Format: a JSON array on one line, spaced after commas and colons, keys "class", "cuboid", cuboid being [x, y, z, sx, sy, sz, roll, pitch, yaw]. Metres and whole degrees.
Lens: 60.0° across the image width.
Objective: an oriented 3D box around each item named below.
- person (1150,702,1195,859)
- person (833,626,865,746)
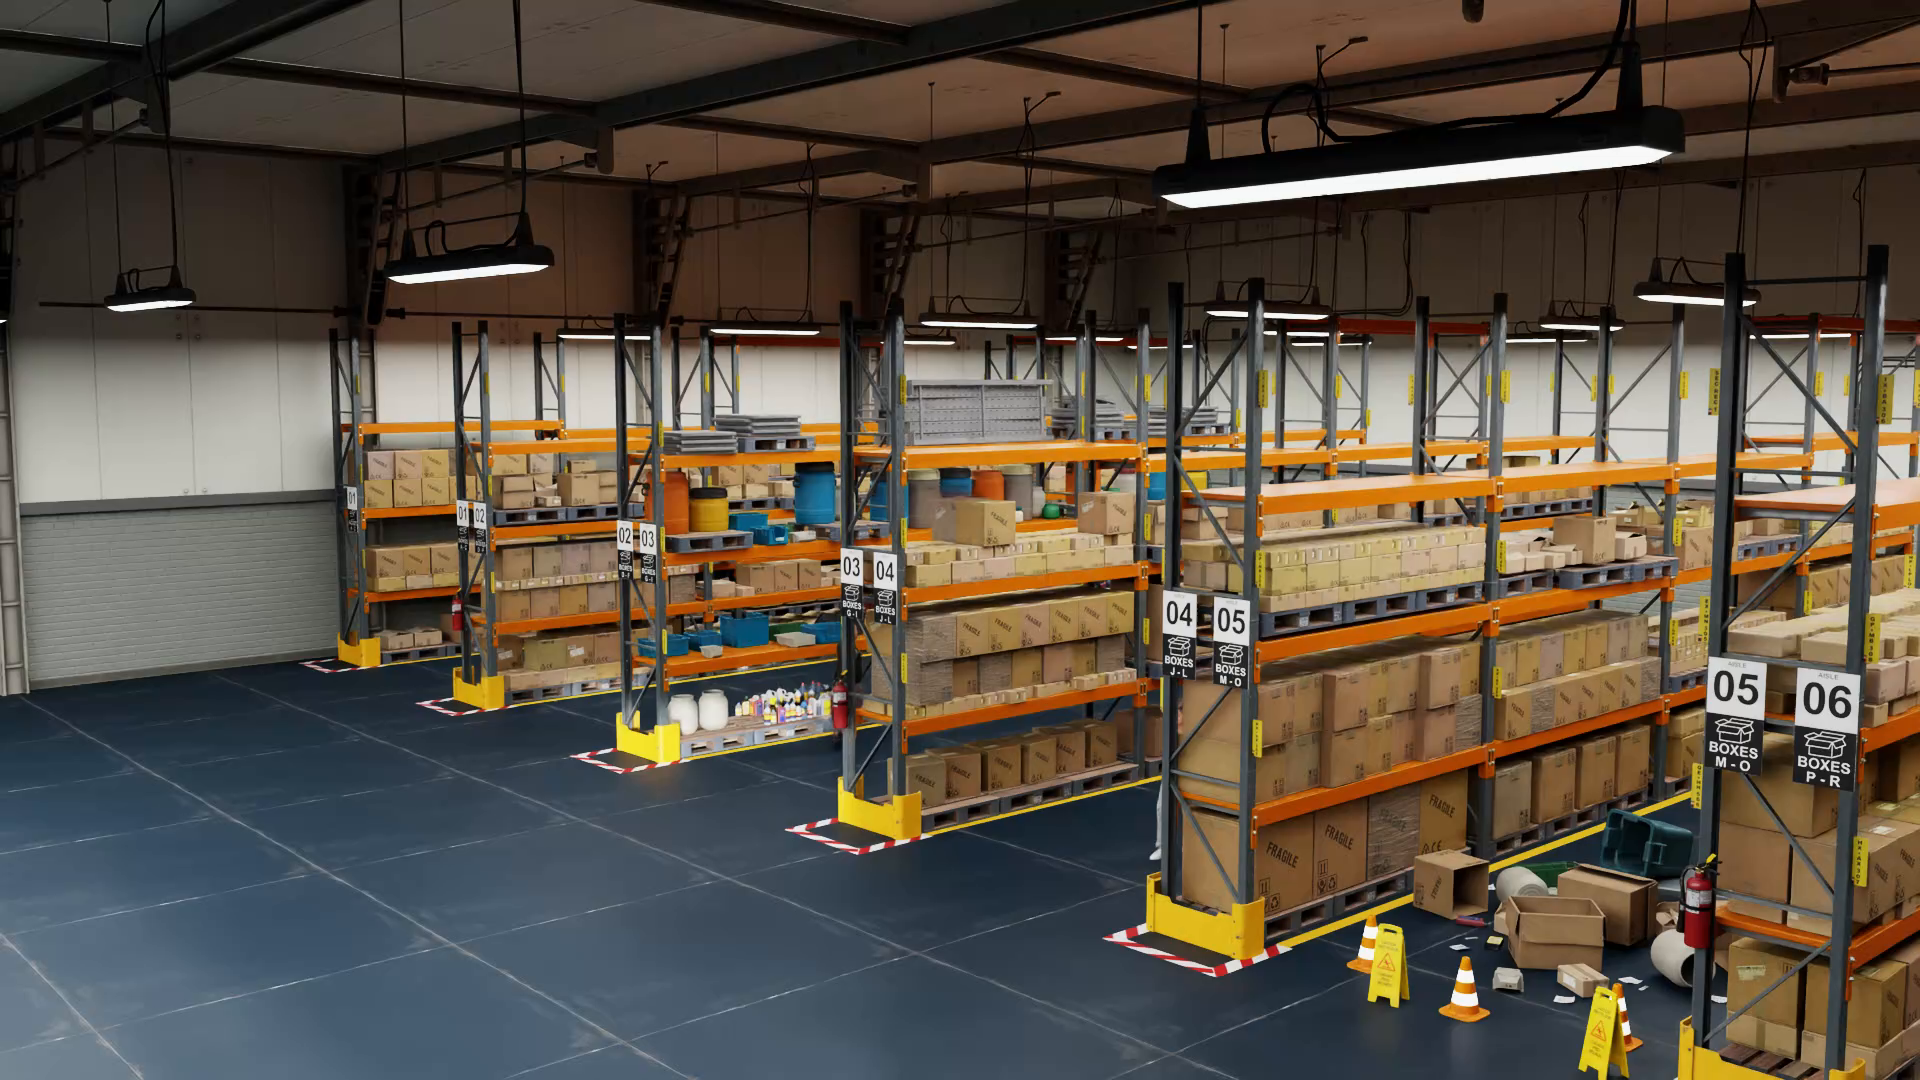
[{"class": "person", "cuboid": [2.345, 2.581, 17.881, 0.639, 1.702, 0.498, -5, 7, -40]}, {"class": "person", "cuboid": [-1.562, 2.008, 23.184, 0.472, 1.701, 0.558, -3, 6, -27]}]
